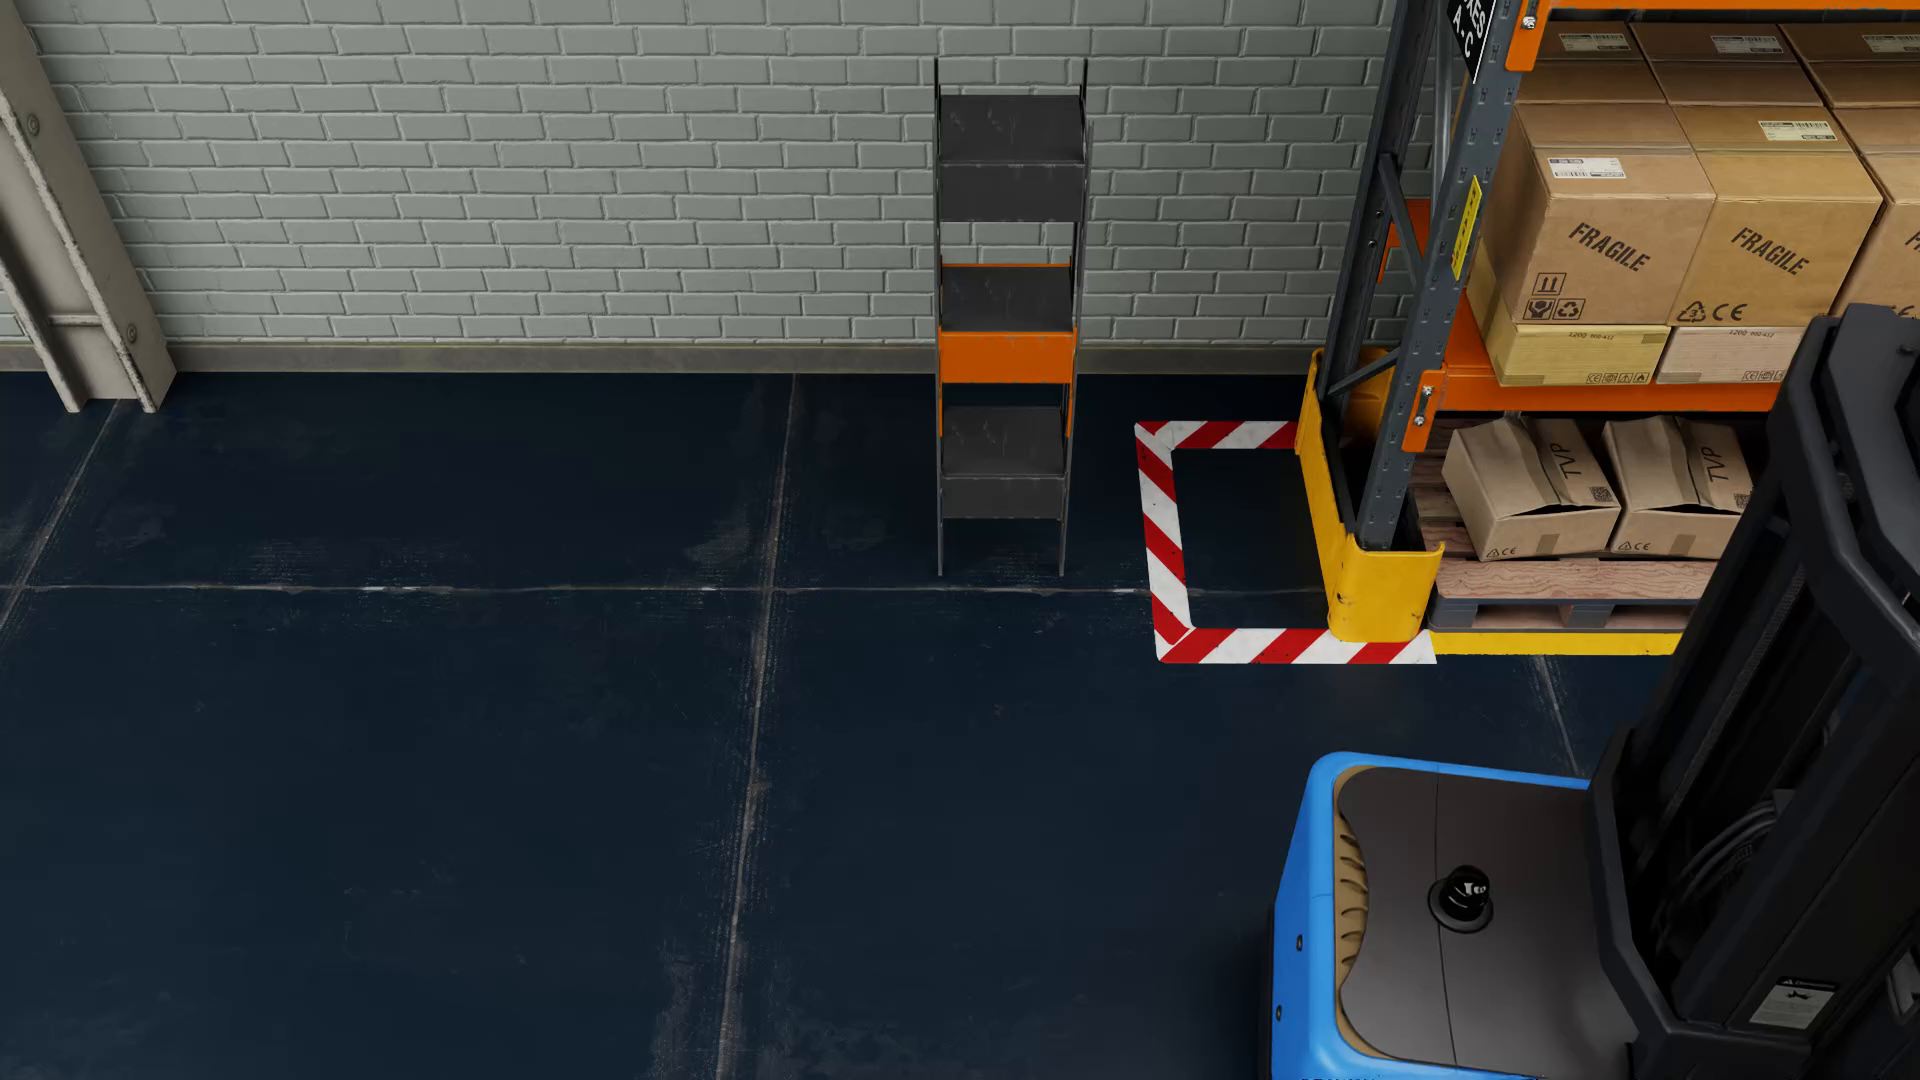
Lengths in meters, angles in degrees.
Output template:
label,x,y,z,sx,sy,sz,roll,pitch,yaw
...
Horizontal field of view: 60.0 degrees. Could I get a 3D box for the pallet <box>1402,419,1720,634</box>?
label,x,y,z,sx,sy,sz,roll,pitch,yaw
pallet,2.433,-0.074,6.756,1.213,0.211,1.003,0,47,0

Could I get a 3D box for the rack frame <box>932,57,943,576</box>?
label,x,y,z,sx,sy,sz,roll,pitch,yaw
rack frame,-0.078,-0.716,6.062,0.015,2.100,0.400,0,47,0

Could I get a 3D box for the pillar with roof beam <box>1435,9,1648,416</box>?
label,x,y,z,sx,sy,sz,roll,pitch,yaw
pillar with roof beam,2.232,-0.577,1.220,0.400,9.000,9.100,0,47,0

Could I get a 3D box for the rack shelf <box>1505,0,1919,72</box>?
label,x,y,z,sx,sy,sz,roll,pitch,yaw
rack shelf,3.545,-1.824,4.922,4.000,0.370,1.077,0,47,0

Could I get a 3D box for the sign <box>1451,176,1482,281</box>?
label,x,y,z,sx,sy,sz,roll,pitch,yaw
sign,1.543,-0.951,5.075,0.005,0.325,0.100,0,47,0

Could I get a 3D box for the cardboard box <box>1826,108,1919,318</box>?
label,x,y,z,sx,sy,sz,roll,pitch,yaw
cardboard box,3.032,-1.028,5.315,0.500,0.500,0.500,-1,47,-1

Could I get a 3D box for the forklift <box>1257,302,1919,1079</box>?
label,x,y,z,sx,sy,sz,roll,pitch,yaw
forklift,2.433,0.843,4.044,3.031,2.935,1.130,6,47,6

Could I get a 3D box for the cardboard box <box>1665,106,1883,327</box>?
label,x,y,z,sx,sy,sz,roll,pitch,yaw
cardboard box,2.515,-1.034,5.321,0.500,0.500,0.500,0,47,0

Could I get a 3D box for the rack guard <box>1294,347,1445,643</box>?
label,x,y,z,sx,sy,sz,roll,pitch,yaw
rack guard,1.621,-0.201,6.676,0.348,0.500,1.175,0,47,0

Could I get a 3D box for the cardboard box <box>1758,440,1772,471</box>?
label,x,y,z,sx,sy,sz,roll,pitch,yaw
cardboard box,3.540,-0.243,6.415,0.500,0.500,0.700,-3,47,-2

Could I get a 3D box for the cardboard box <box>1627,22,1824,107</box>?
label,x,y,z,sx,sy,sz,roll,pitch,yaw
cardboard box,2.520,-1.410,5.670,0.500,0.500,0.500,1,47,1

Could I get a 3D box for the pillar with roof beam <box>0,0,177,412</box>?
label,x,y,z,sx,sy,sz,roll,pitch,yaw
pillar with roof beam,-3.768,-0.593,1.235,0.400,9.000,9.100,0,47,0

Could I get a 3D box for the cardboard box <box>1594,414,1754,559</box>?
label,x,y,z,sx,sy,sz,roll,pitch,yaw
cardboard box,2.806,-0.217,6.520,0.500,0.311,0.500,4,47,3

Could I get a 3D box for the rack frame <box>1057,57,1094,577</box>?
label,x,y,z,sx,sy,sz,roll,pitch,yaw
rack frame,0.410,-0.714,6.061,0.015,2.100,0.400,0,47,0

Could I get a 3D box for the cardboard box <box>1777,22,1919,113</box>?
label,x,y,z,sx,sy,sz,roll,pitch,yaw
cardboard box,3.037,-1.411,5.672,0.500,0.500,0.500,-1,47,-1

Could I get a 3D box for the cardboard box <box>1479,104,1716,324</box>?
label,x,y,z,sx,sy,sz,roll,pitch,yaw
cardboard box,2.021,-1.043,5.329,0.500,0.500,0.500,0,47,0

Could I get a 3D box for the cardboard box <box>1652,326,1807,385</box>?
label,x,y,z,sx,sy,sz,roll,pitch,yaw
cardboard box,2.551,-0.784,5.600,0.500,0.250,0.500,-1,47,-1

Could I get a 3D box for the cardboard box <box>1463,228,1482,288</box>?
label,x,y,z,sx,sy,sz,roll,pitch,yaw
cardboard box,2.013,-1.149,5.940,0.500,0.250,0.500,1,47,1

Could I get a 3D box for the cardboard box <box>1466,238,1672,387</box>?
label,x,y,z,sx,sy,sz,roll,pitch,yaw
cardboard box,2.031,-0.775,5.592,0.500,0.250,0.500,-1,47,-1

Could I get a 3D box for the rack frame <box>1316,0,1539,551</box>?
label,x,y,z,sx,sy,sz,roll,pitch,yaw
rack frame,1.545,-1.053,5.761,0.127,3.000,1.000,0,47,0

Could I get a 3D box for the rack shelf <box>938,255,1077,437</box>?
label,x,y,z,sx,sy,sz,roll,pitch,yaw
rack shelf,0.166,-0.706,6.072,0.480,0.518,0.431,0,47,0

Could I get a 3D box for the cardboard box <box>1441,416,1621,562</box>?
label,x,y,z,sx,sy,sz,roll,pitch,yaw
cardboard box,2.236,-0.219,6.522,0.500,0.311,0.500,-5,47,-4

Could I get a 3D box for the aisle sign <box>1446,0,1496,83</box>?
label,x,y,z,sx,sy,sz,roll,pitch,yaw
aisle sign,1.472,-1.719,4.606,0.004,0.787,0.394,0,47,0

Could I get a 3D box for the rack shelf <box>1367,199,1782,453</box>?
label,x,y,z,sx,sy,sz,roll,pitch,yaw
rack shelf,3.545,-0.802,6.020,4.000,0.370,1.077,0,47,0

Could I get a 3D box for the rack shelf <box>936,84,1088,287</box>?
label,x,y,z,sx,sy,sz,roll,pitch,yaw
rack shelf,0.166,-1.183,5.559,0.480,0.518,0.431,0,47,0

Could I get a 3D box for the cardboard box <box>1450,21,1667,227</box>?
label,x,y,z,sx,sy,sz,roll,pitch,yaw
cardboard box,2.017,-1.418,5.678,0.500,0.500,0.500,0,47,0

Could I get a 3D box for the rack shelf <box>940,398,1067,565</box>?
label,x,y,z,sx,sy,sz,roll,pitch,yaw
rack shelf,0.166,-0.229,6.584,0.480,0.518,0.431,0,47,0

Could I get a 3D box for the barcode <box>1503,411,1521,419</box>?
label,x,y,z,sx,sy,sz,roll,pitch,yaw
barcode,2.256,-0.515,6.791,0.075,0.075,0.001,0,47,0

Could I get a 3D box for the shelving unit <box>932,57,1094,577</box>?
label,x,y,z,sx,sy,sz,roll,pitch,yaw
shelving unit,0.166,-0.715,6.062,0.503,2.100,0.431,0,47,0

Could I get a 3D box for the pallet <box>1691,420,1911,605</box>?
label,x,y,z,sx,sy,sz,roll,pitch,yaw
pallet,3.650,-0.069,6.751,1.213,0.211,1.003,0,47,0
